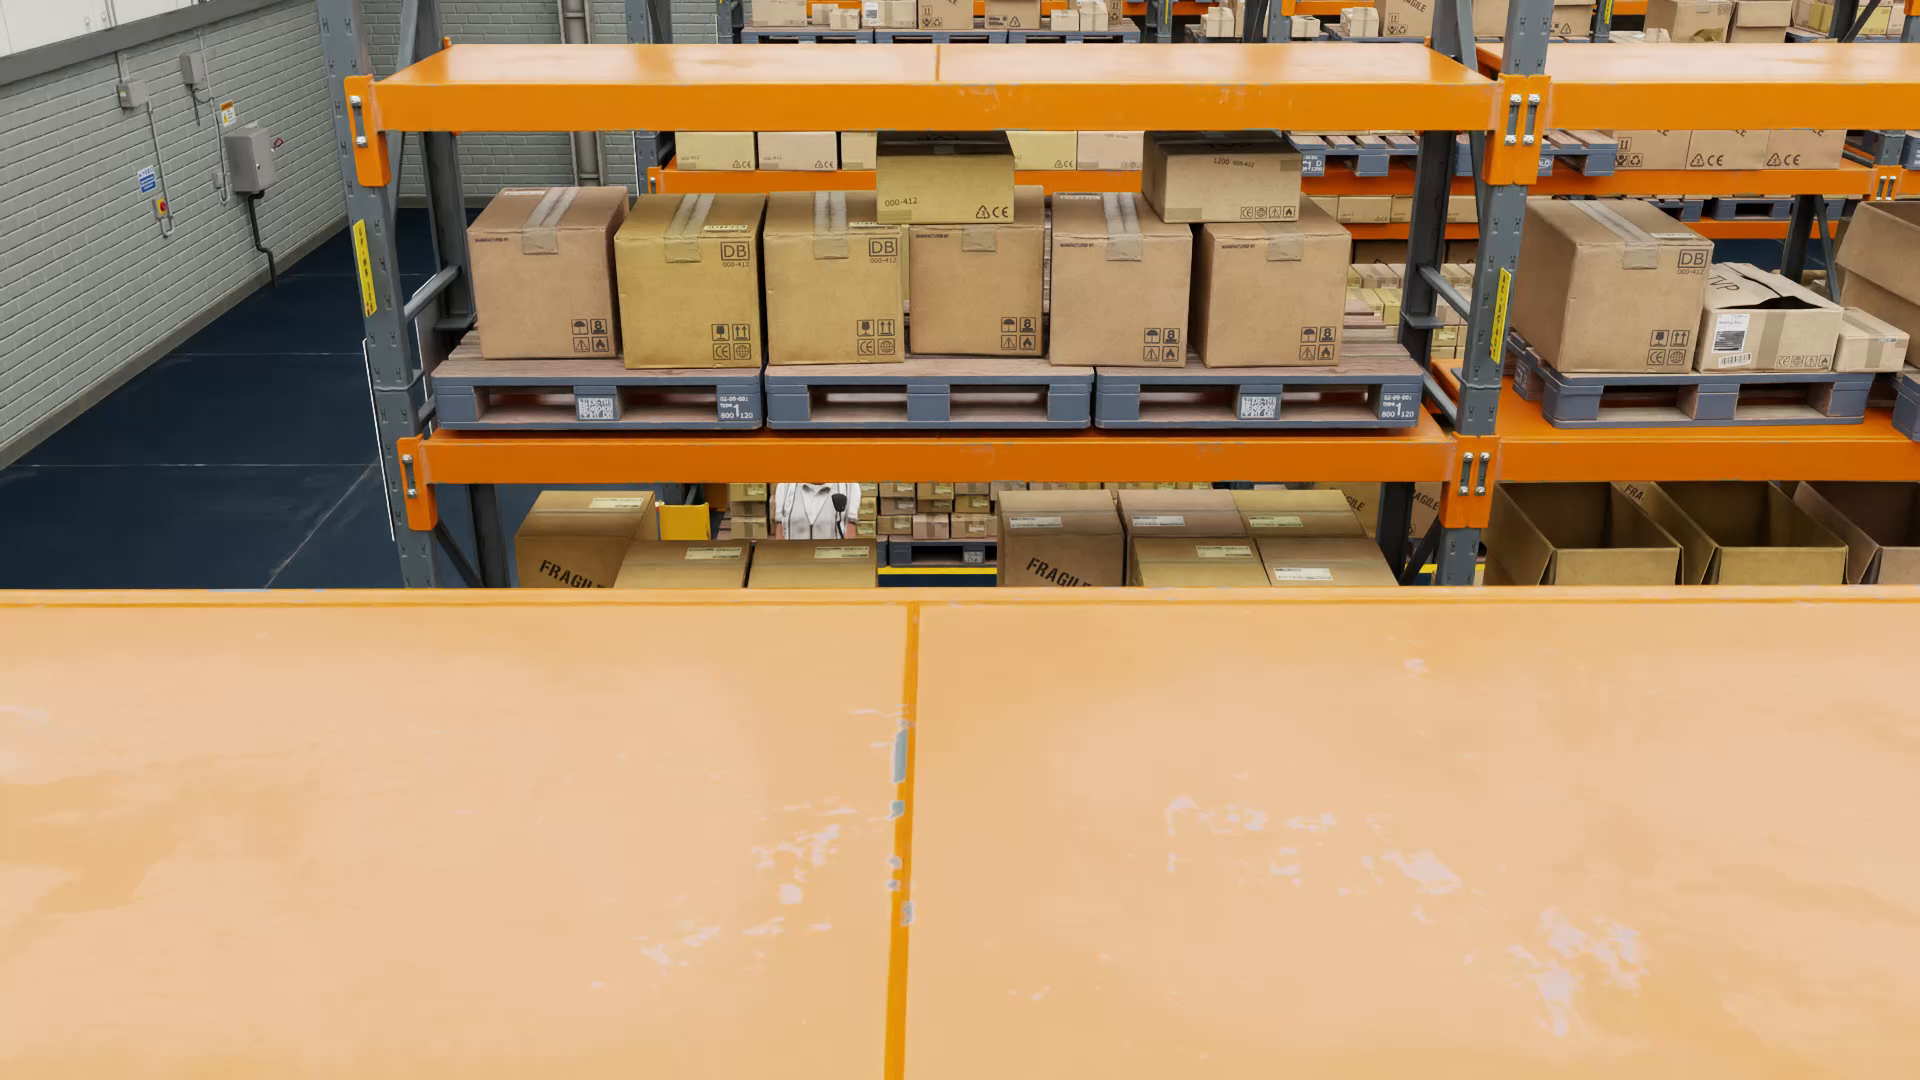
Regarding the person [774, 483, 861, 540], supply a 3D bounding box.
[{"bbox_3d":[-0.812,0.224,9.566,0.494,1.767,0.573,0,24,0],"label":"person"}]
